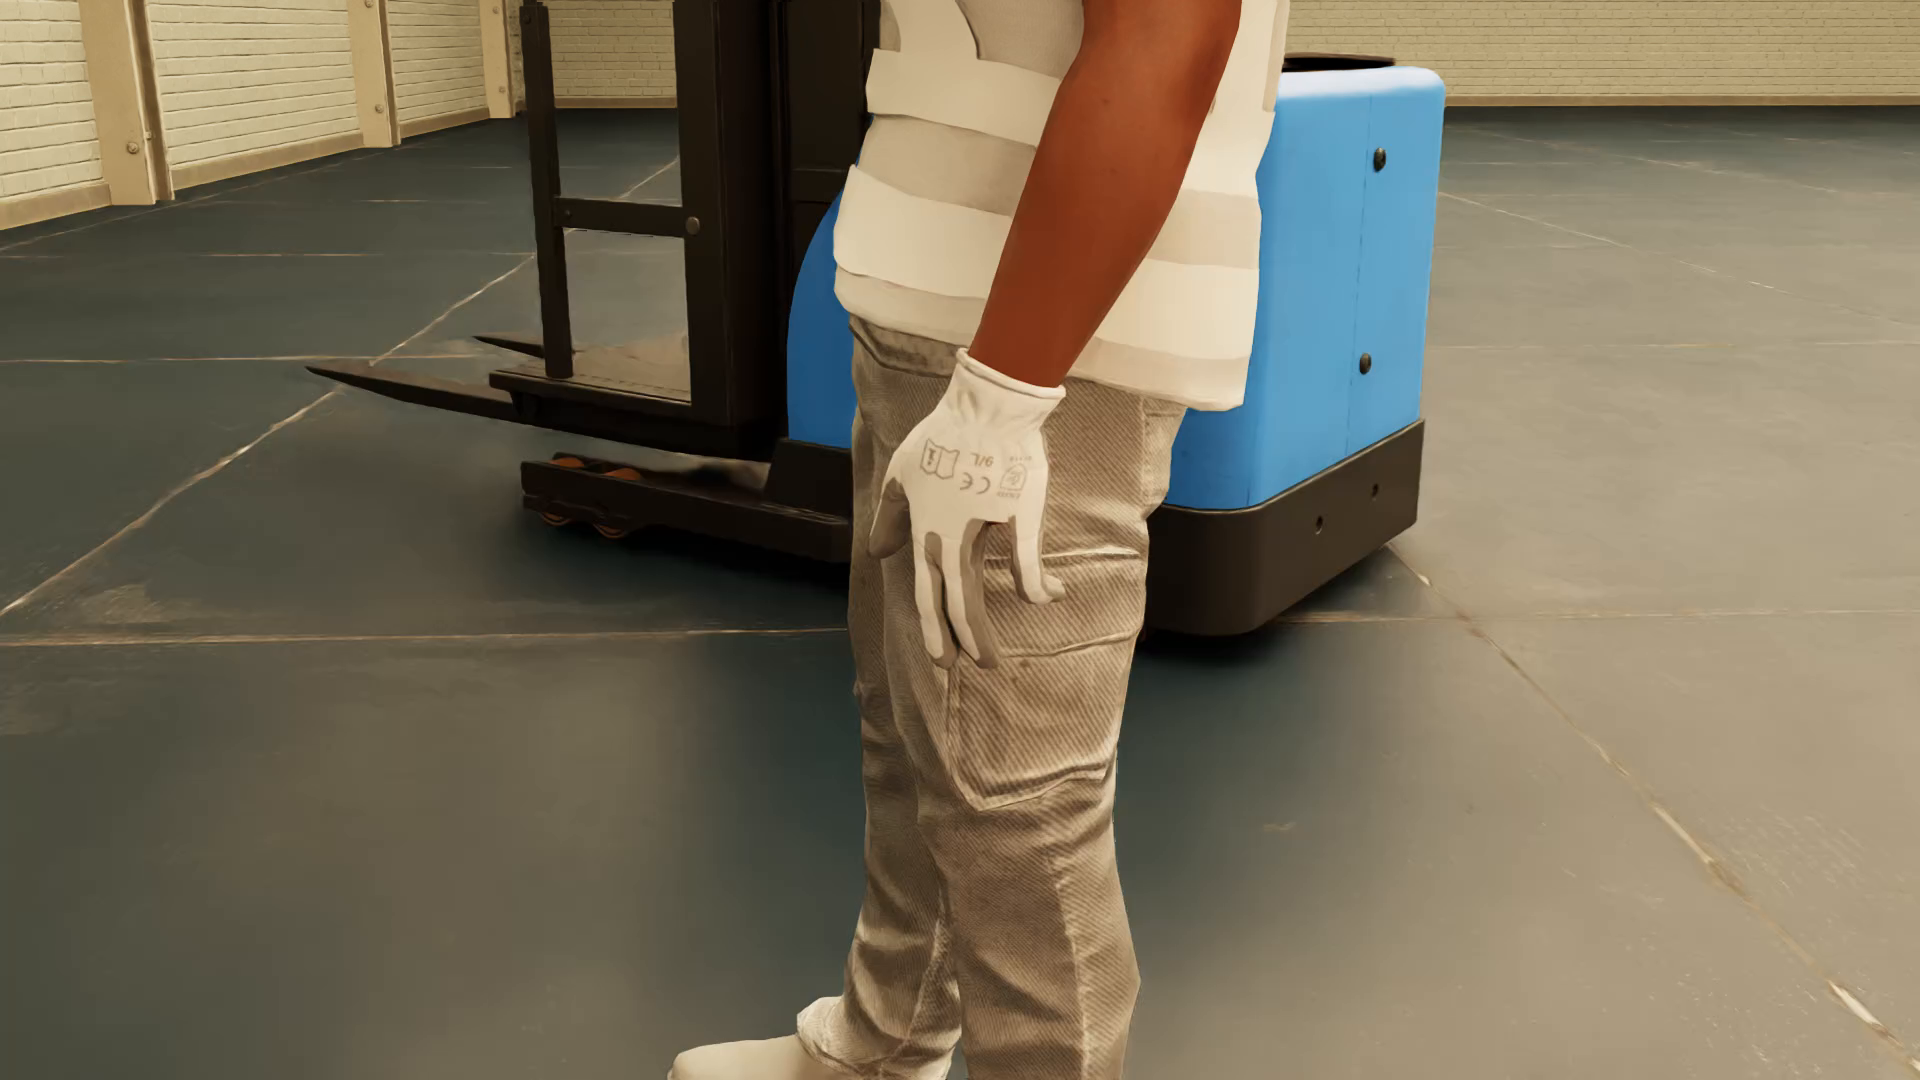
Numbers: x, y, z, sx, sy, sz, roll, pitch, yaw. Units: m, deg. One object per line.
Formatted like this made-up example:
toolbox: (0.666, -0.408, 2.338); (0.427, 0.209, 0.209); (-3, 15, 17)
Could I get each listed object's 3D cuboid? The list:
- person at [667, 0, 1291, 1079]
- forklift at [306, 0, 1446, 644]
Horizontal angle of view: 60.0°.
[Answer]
person: (-0.030, -0.156, 1.364); (0.576, 1.786, 0.672); (0, 17, -1)
forklift: (-0.451, -1.518, 3.870); (3.031, 2.935, 1.130); (11, 20, 33)
